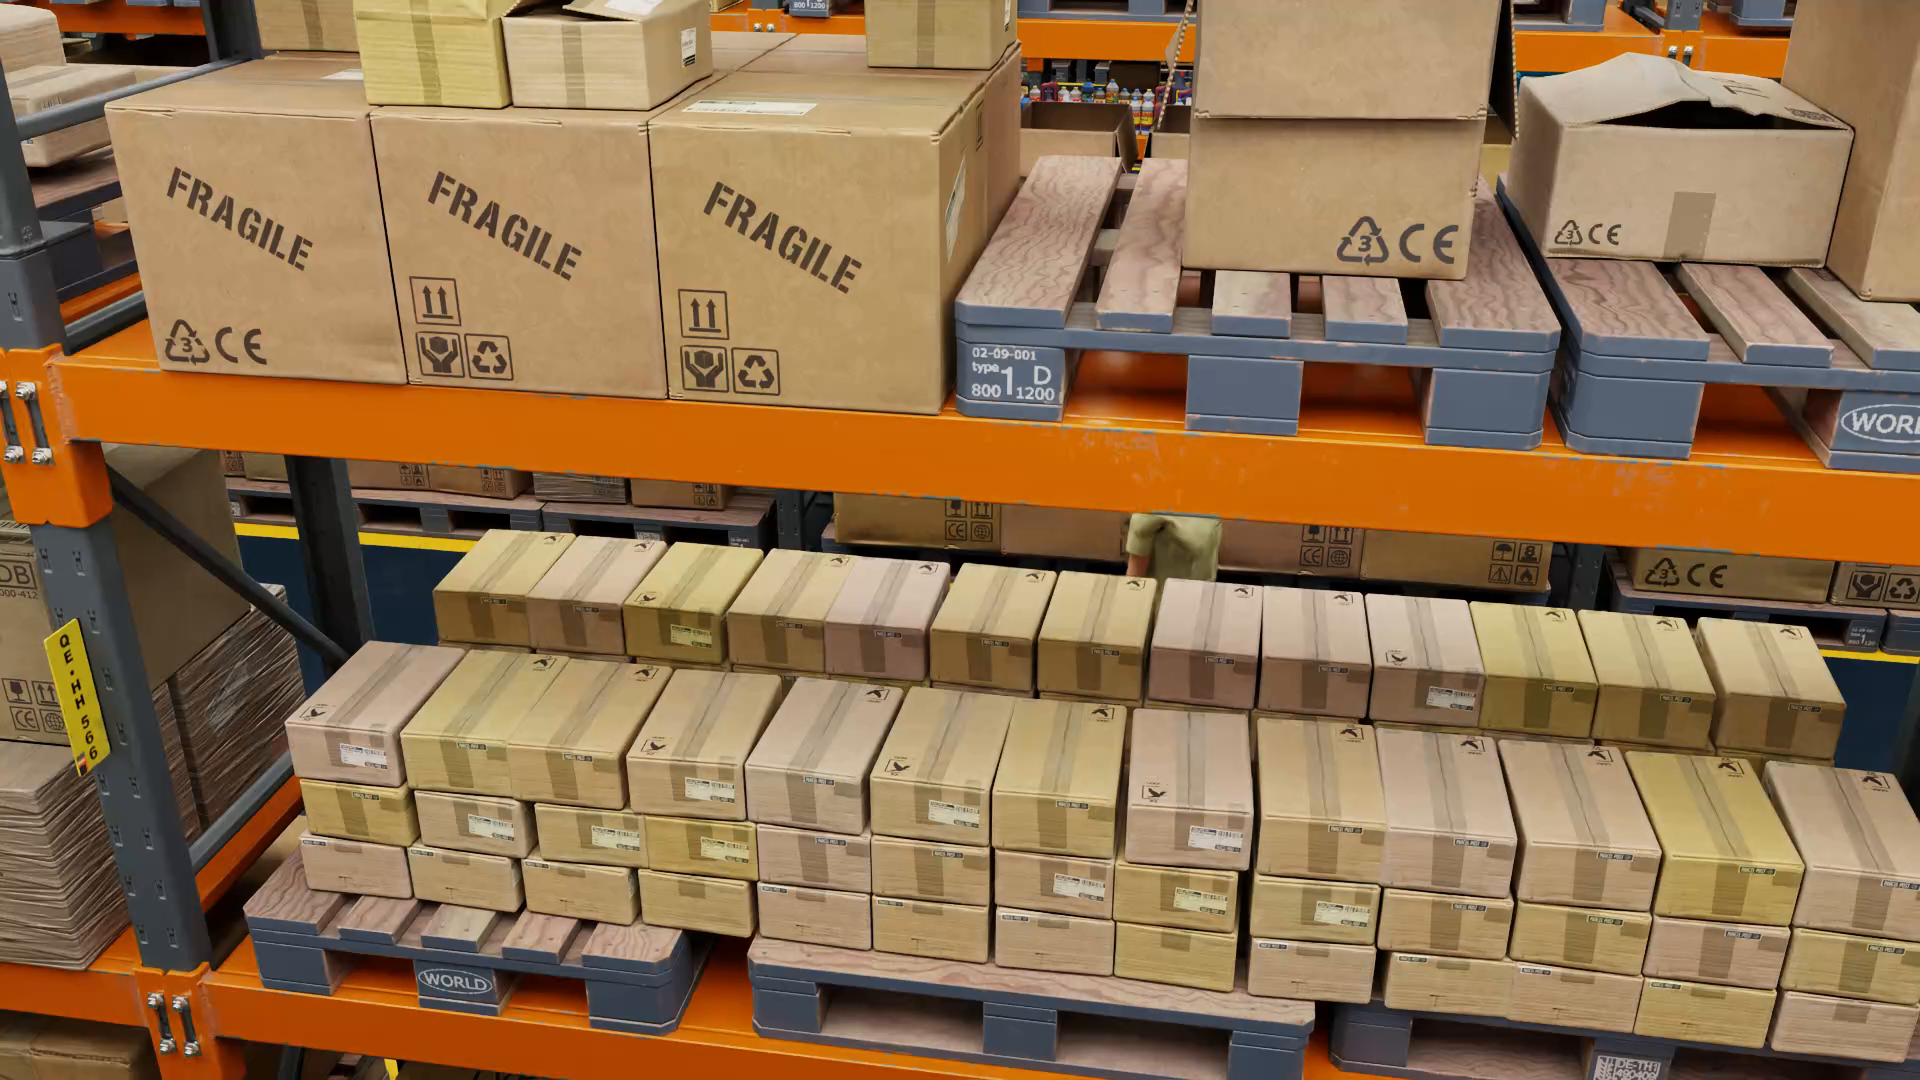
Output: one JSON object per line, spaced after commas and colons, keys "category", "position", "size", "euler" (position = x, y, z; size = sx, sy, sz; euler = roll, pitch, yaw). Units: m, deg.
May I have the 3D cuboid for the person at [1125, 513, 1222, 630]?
{"category": "person", "position": [0.831, 0.288, 6.490], "size": [0.856, 1.650, 0.474], "euler": [20, 32, 37]}
